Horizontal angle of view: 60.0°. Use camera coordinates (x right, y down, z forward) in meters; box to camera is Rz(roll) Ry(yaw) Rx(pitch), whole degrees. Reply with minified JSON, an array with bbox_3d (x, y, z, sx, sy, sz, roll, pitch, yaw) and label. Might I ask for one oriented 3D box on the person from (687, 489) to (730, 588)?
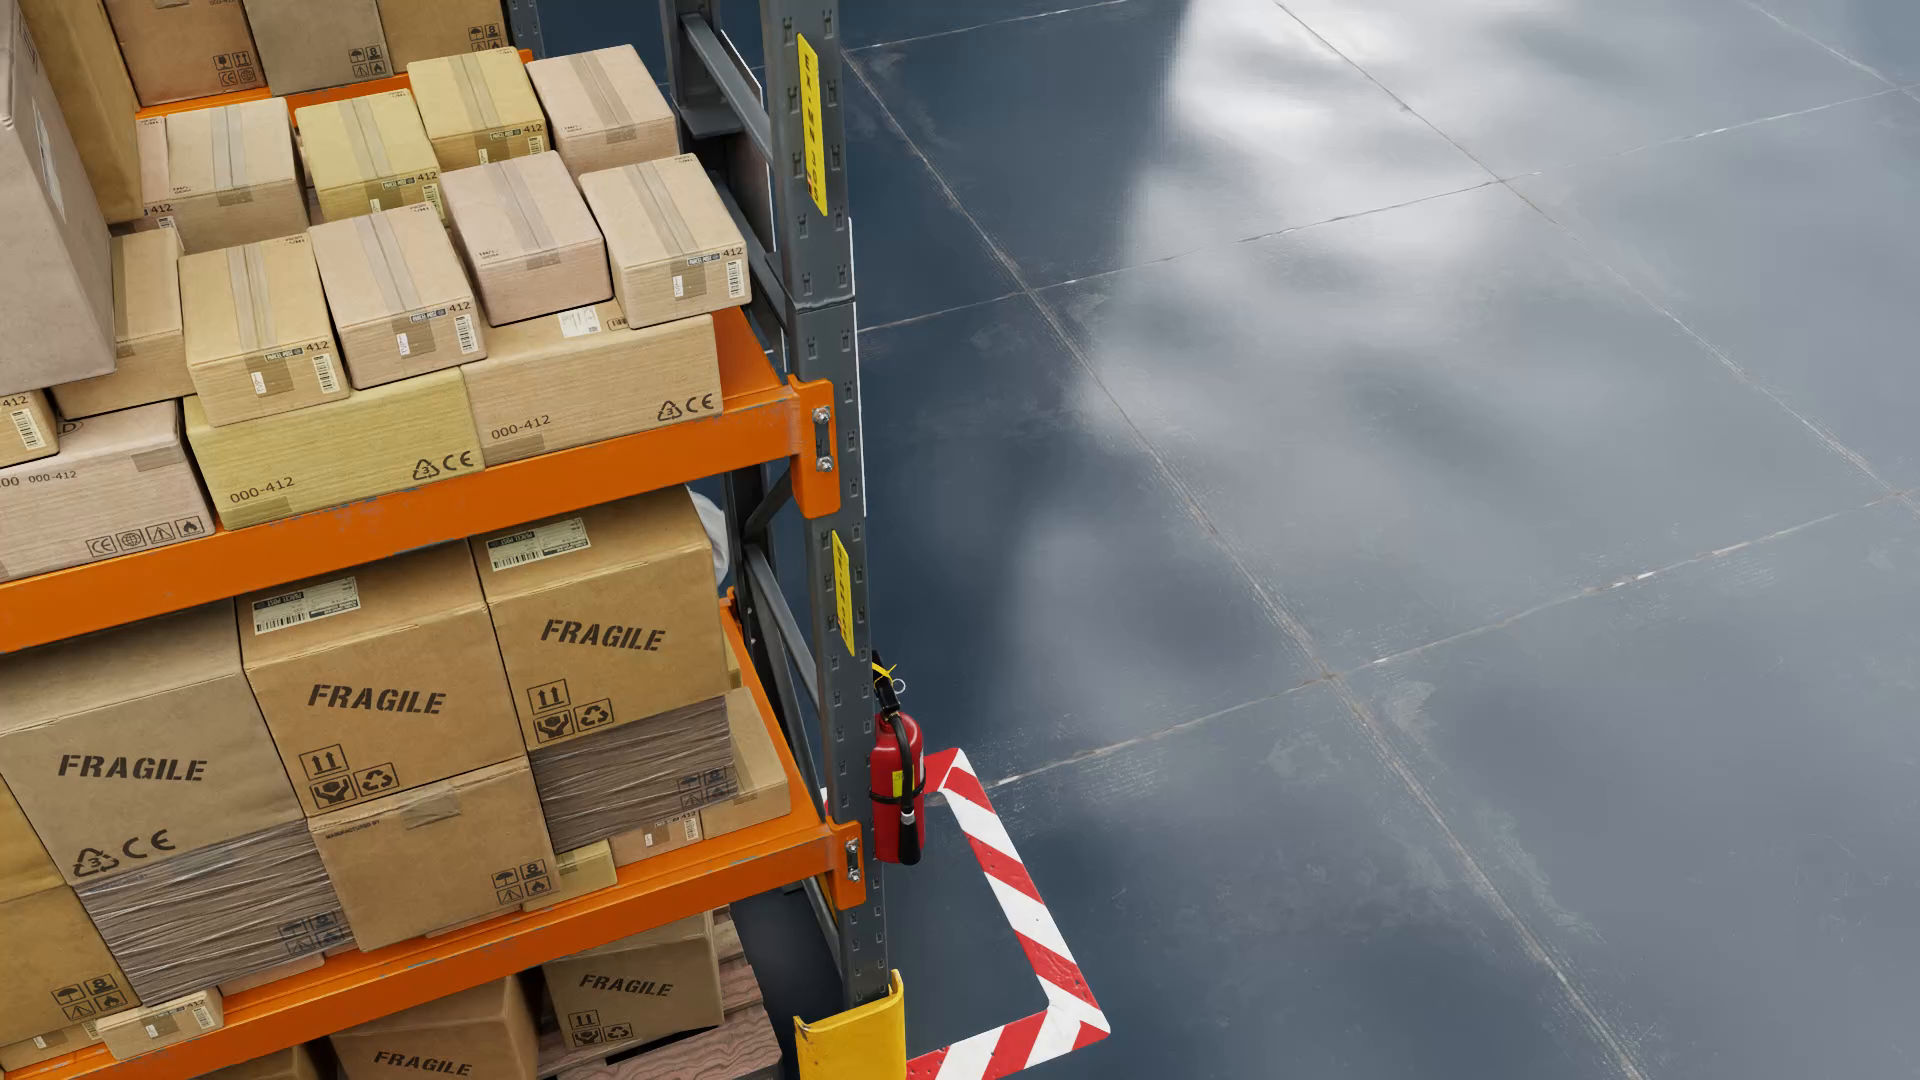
[{"bbox_3d":[-1.155,0.140,6.334,0.713,1.171,0.461,-28,49,-27],"label":"person"}]
